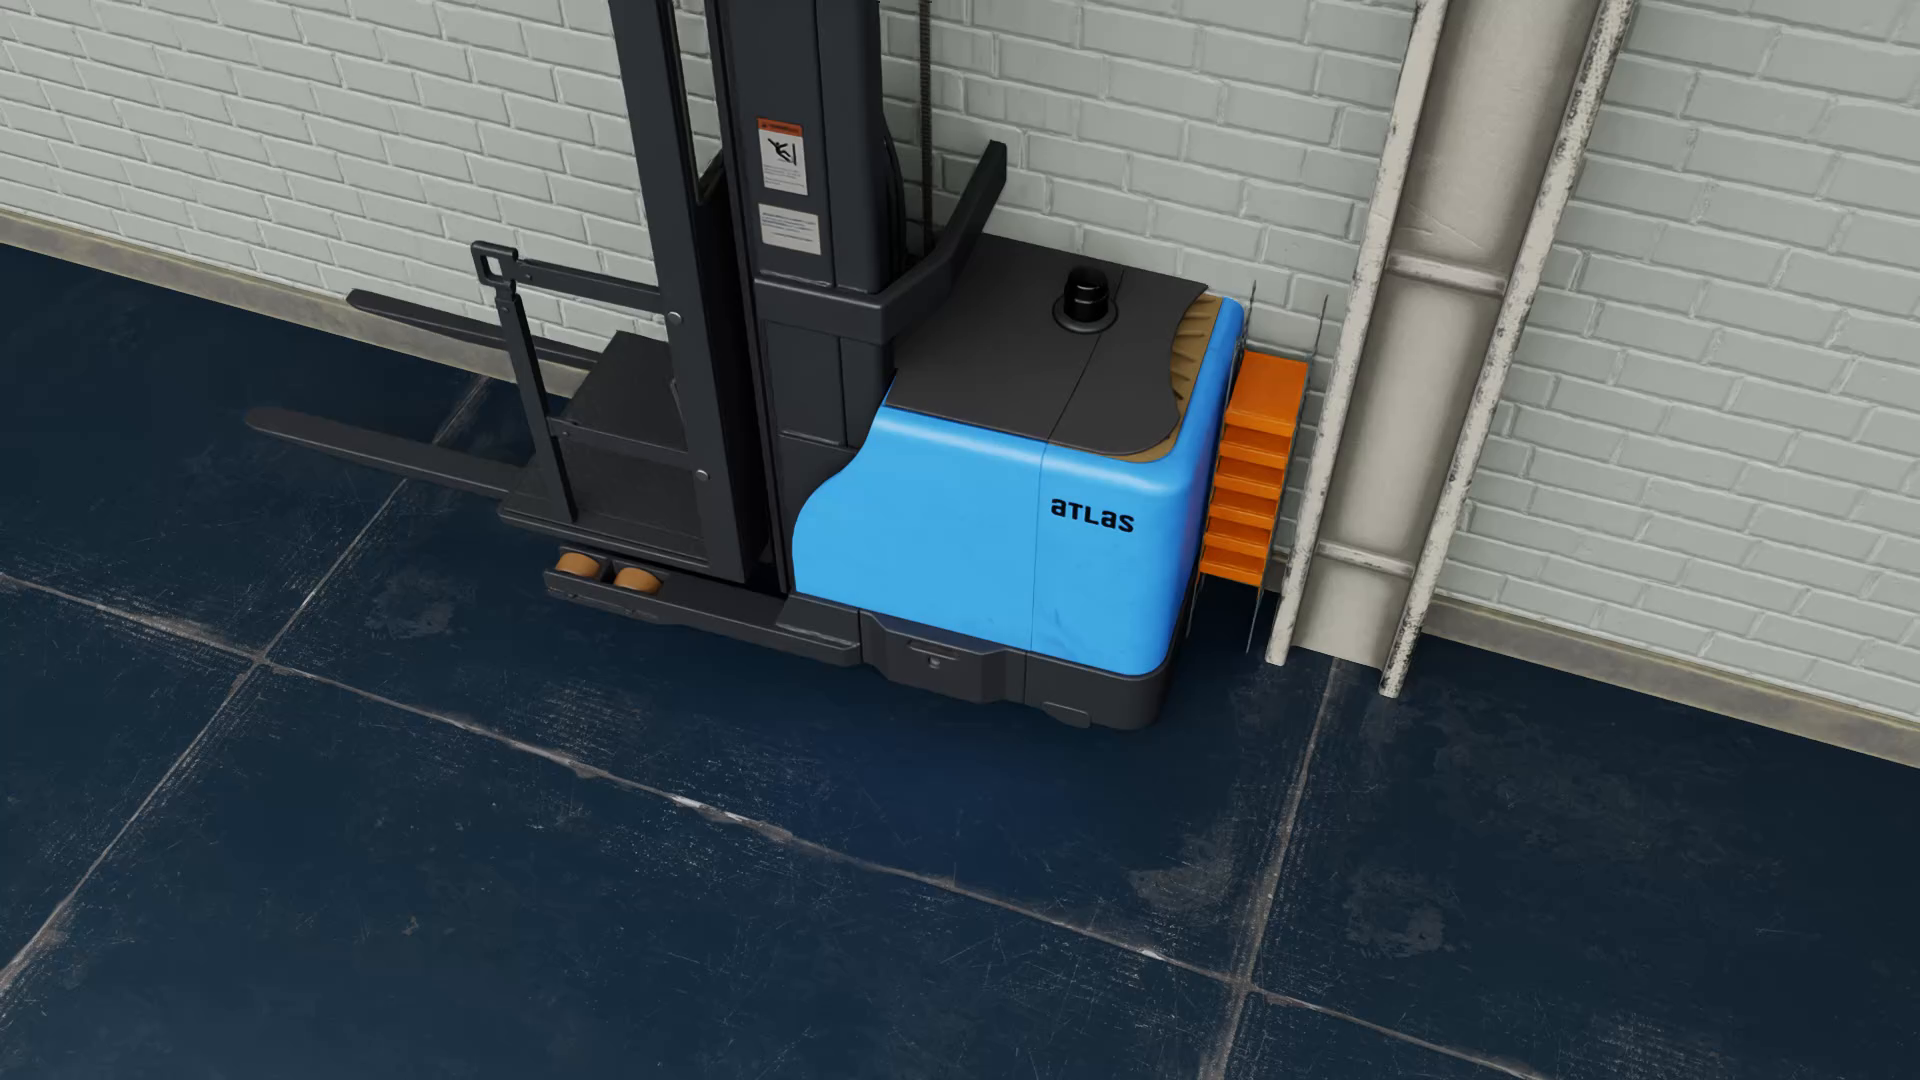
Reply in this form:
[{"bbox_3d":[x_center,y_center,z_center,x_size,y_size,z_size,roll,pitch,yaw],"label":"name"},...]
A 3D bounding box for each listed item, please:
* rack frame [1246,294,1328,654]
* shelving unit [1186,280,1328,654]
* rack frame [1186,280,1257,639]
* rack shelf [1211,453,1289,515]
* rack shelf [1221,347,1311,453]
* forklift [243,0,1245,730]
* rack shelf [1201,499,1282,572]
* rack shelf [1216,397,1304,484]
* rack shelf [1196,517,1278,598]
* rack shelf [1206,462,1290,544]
[{"bbox_3d":[0.891,-0.141,4.578,0.006,1.200,0.240,14,50,12],"label":"rack frame"},{"bbox_3d":[0.804,-0.162,4.596,0.189,1.200,0.258,14,50,12],"label":"shelving unit"},{"bbox_3d":[0.717,-0.183,4.615,0.006,1.200,0.240,14,50,12],"label":"rack frame"},{"bbox_3d":[0.804,-0.212,4.539,0.180,0.103,0.258,14,50,12],"label":"rack shelf"},{"bbox_3d":[0.804,-0.369,4.358,0.180,0.103,0.258,14,50,12],"label":"rack shelf"},{"bbox_3d":[-0.739,-1.083,4.249,3.031,2.935,1.130,14,50,12],"label":"forklift"},{"bbox_3d":[0.804,-0.054,4.721,0.180,0.103,0.258,14,50,12],"label":"rack shelf"},{"bbox_3d":[0.804,-0.290,4.449,0.180,0.103,0.258,14,50,12],"label":"rack shelf"},{"bbox_3d":[0.804,0.024,4.811,0.180,0.103,0.258,14,50,12],"label":"rack shelf"},{"bbox_3d":[0.804,-0.133,4.630,0.180,0.103,0.258,14,50,12],"label":"rack shelf"}]
